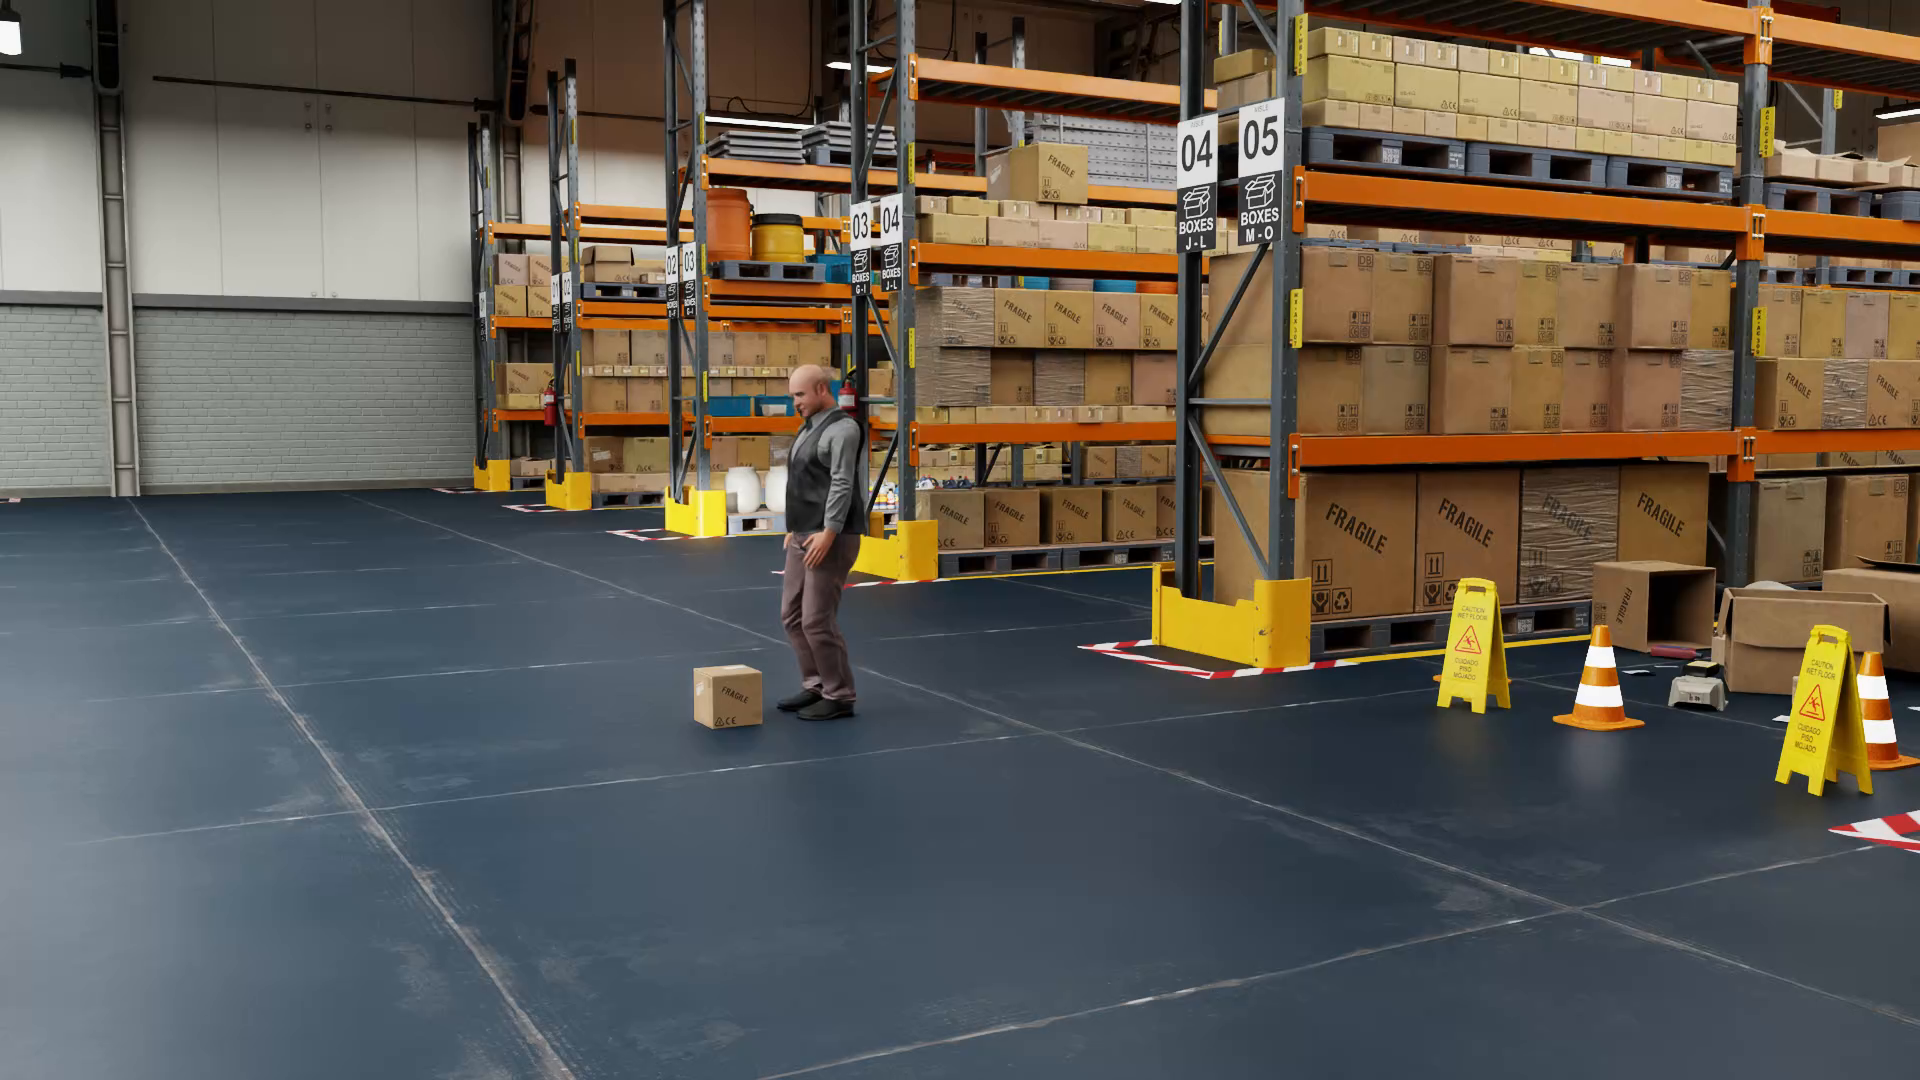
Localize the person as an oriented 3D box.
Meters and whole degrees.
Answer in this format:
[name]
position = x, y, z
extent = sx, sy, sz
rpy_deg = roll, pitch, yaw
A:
[person]
position = -0.660, 0.005, 8.023
extent = 0.378, 1.698, 0.546
rpy_deg = -3, 6, -27
